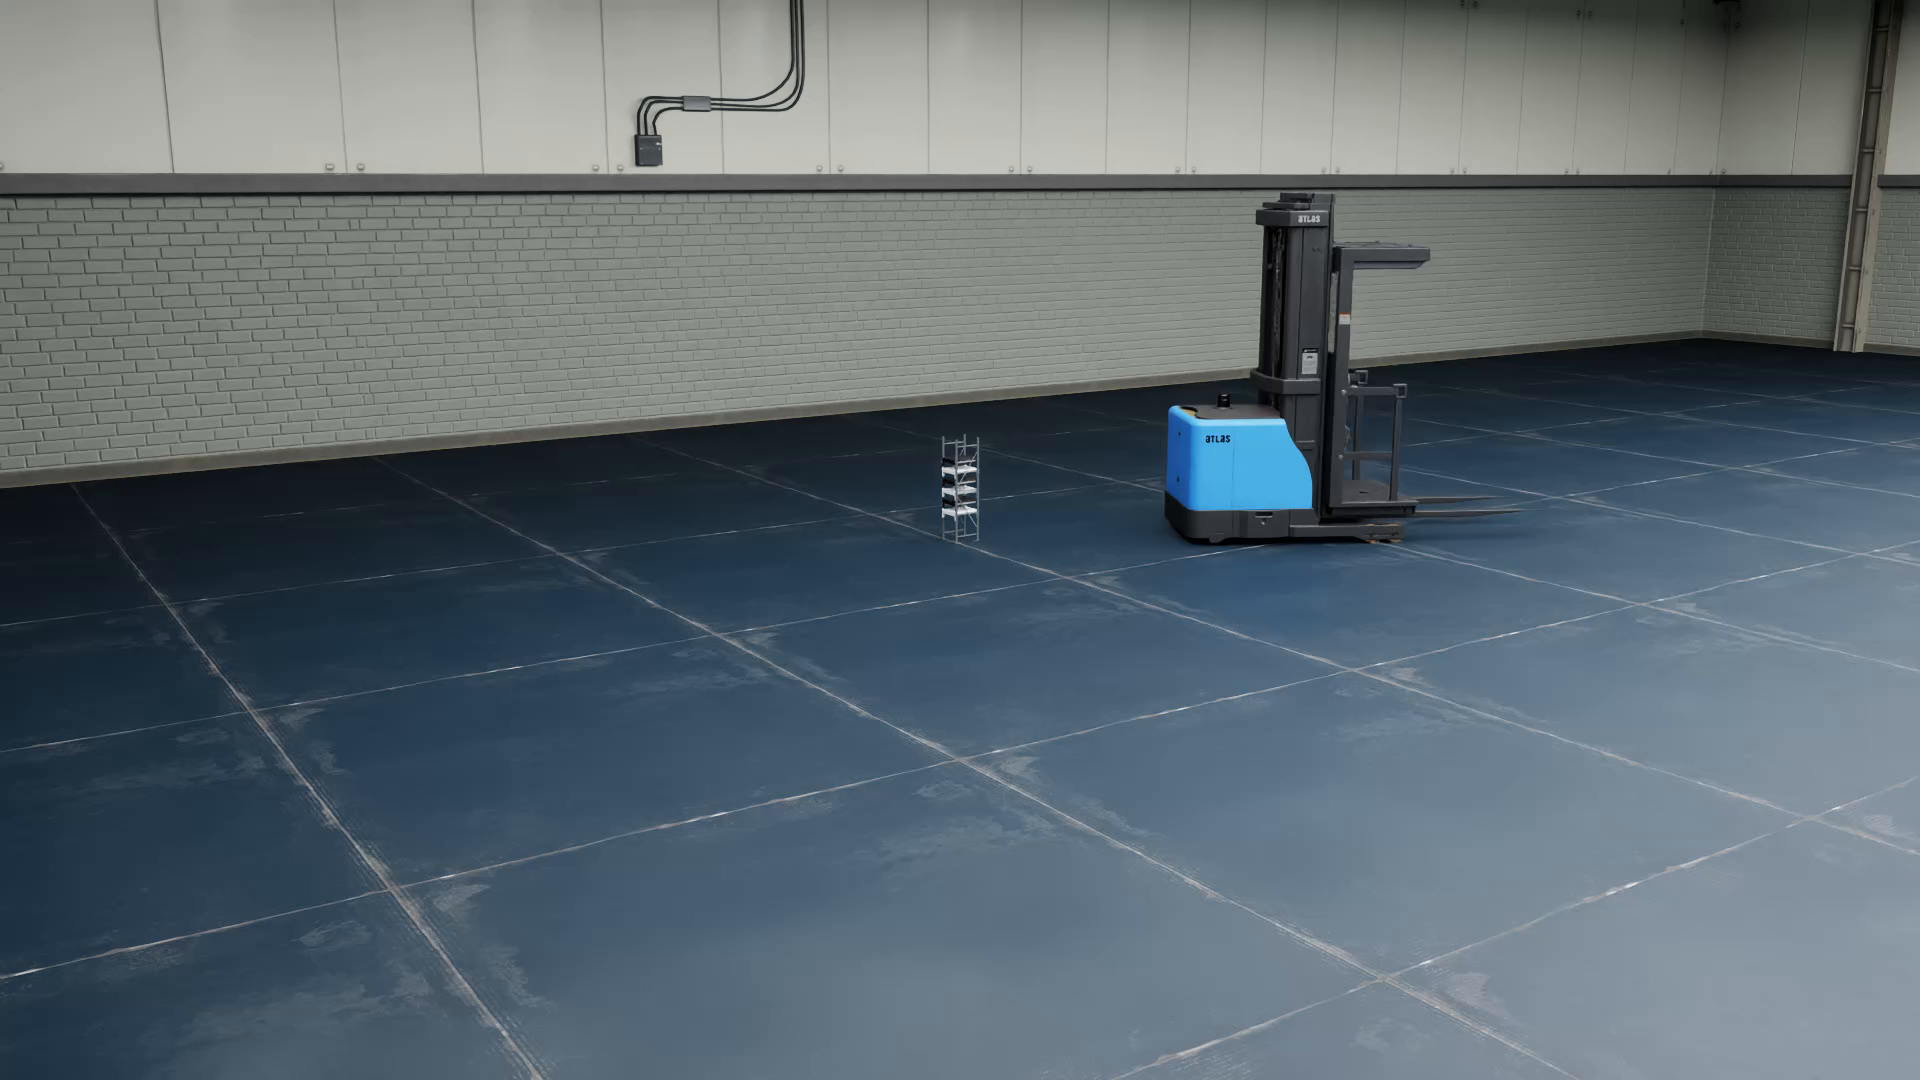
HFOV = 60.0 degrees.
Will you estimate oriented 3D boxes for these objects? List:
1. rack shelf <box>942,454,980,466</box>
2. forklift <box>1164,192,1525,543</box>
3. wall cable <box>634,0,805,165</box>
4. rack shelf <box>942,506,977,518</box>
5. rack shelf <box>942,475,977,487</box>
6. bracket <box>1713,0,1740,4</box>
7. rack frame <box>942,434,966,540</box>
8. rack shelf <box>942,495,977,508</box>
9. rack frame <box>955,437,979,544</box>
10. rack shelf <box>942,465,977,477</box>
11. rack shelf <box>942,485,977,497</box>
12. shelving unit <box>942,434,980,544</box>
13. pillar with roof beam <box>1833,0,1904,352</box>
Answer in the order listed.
[{"bbox_3d":[0.004,-0.669,14.208,0.258,0.077,0.200,-8,15,-33],"label":"rack shelf"},{"bbox_3d":[3.392,-1.515,14.427,3.031,2.935,1.130,-1,12,-5],"label":"forklift"},{"bbox_3d":[-2.872,-7.528,19.761,2.305,6.003,0.169,-8,15,-33],"label":"wall cable"},{"bbox_3d":[0.004,-0.230,14.305,0.258,0.077,0.200,-8,15,-33],"label":"rack shelf"},{"bbox_3d":[0.004,-0.494,14.247,0.258,0.077,0.200,-8,15,-33],"label":"rack shelf"},{"bbox_3d":[14.132,-10.005,30.625,0.235,0.232,0.430,-8,15,-33],"label":"bracket"},{"bbox_3d":[-0.052,-0.456,14.342,0.240,0.900,0.006,-8,15,-33],"label":"rack frame"},{"bbox_3d":[0.004,-0.318,14.285,0.258,0.077,0.200,-8,15,-33],"label":"rack shelf"},{"bbox_3d":[0.061,-0.420,14.176,0.240,0.900,0.006,-8,15,-33],"label":"rack frame"},{"bbox_3d":[0.004,-0.581,14.228,0.258,0.077,0.200,-8,15,-33],"label":"rack shelf"},{"bbox_3d":[0.004,-0.406,14.266,0.258,0.077,0.200,-8,15,-33],"label":"rack shelf"},{"bbox_3d":[0.004,-0.438,14.259,0.258,0.900,0.210,-8,15,-33],"label":"shelving unit"},{"bbox_3d":[12.387,-7.284,26.607,9.100,9.000,0.548,-8,15,-33],"label":"pillar with roof beam"}]
